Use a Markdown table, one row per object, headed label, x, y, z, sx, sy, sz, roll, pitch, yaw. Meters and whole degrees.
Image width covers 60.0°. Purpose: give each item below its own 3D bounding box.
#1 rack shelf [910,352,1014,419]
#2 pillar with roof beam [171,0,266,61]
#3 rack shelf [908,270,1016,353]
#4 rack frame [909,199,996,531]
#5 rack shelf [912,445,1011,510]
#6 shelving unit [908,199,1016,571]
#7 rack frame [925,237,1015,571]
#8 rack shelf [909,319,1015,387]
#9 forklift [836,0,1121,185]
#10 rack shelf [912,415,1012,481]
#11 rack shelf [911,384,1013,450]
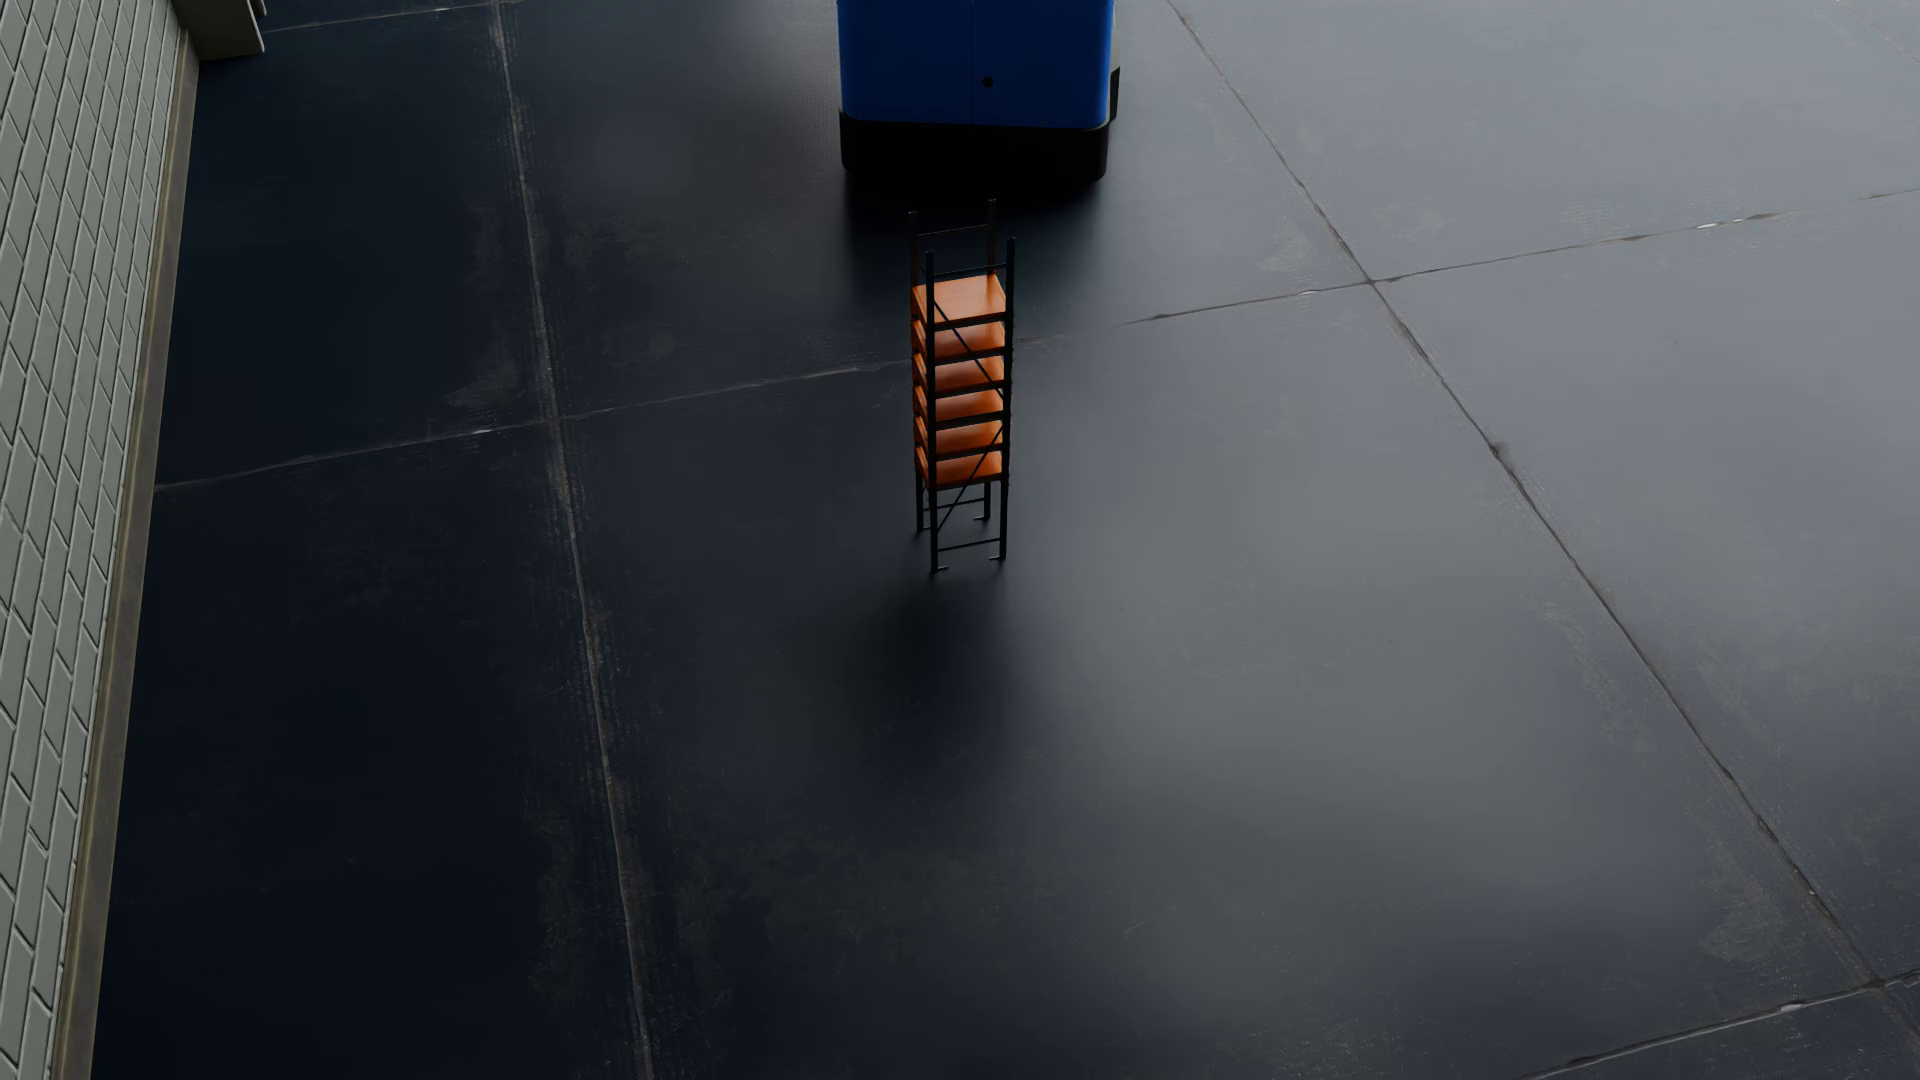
| label | x | y | z | sx | sy | sz | roll | pitch | yaw |
| --- | --- | --- | --- | --- | --- | --- | --- | --- | --- |
| rack shelf | 0.004 | -0.463 | 4.758 | 0.258 | 0.103 | 0.180 | -11 | 47 | -10 |
| pillar with roof beam | 0.878 | -6.204 | 5.029 | 9.100 | 9.000 | 0.400 | -11 | 47 | -10 |
| rack shelf | 0.004 | -0.631 | 4.586 | 0.258 | 0.103 | 0.180 | -11 | 47 | -10 |
| rack frame | -0.020 | -0.473 | 4.874 | 0.240 | 1.200 | 0.006 | -11 | 47 | -10 |
| rack shelf | 0.004 | -0.211 | 5.015 | 0.258 | 0.103 | 0.180 | -11 | 47 | -10 |
| shelving unit | 0.004 | -0.410 | 4.812 | 0.258 | 1.200 | 0.189 | -11 | 47 | -10 |
| rack frame | 0.027 | -0.347 | 4.750 | 0.240 | 1.200 | 0.006 | -11 | 47 | -10 |
| rack shelf | 0.004 | -0.547 | 4.672 | 0.258 | 0.103 | 0.180 | -11 | 47 | -10 |
| forklift | 0.154 | -3.467 | 6.596 | 1.130 | 2.935 | 3.031 | 3 | 46 | 3 |
| rack shelf | 0.004 | -0.295 | 4.929 | 0.258 | 0.103 | 0.180 | -11 | 47 | -10 |
| rack shelf | 0.004 | -0.379 | 4.843 | 0.258 | 0.103 | 0.180 | -11 | 47 | -10 |
